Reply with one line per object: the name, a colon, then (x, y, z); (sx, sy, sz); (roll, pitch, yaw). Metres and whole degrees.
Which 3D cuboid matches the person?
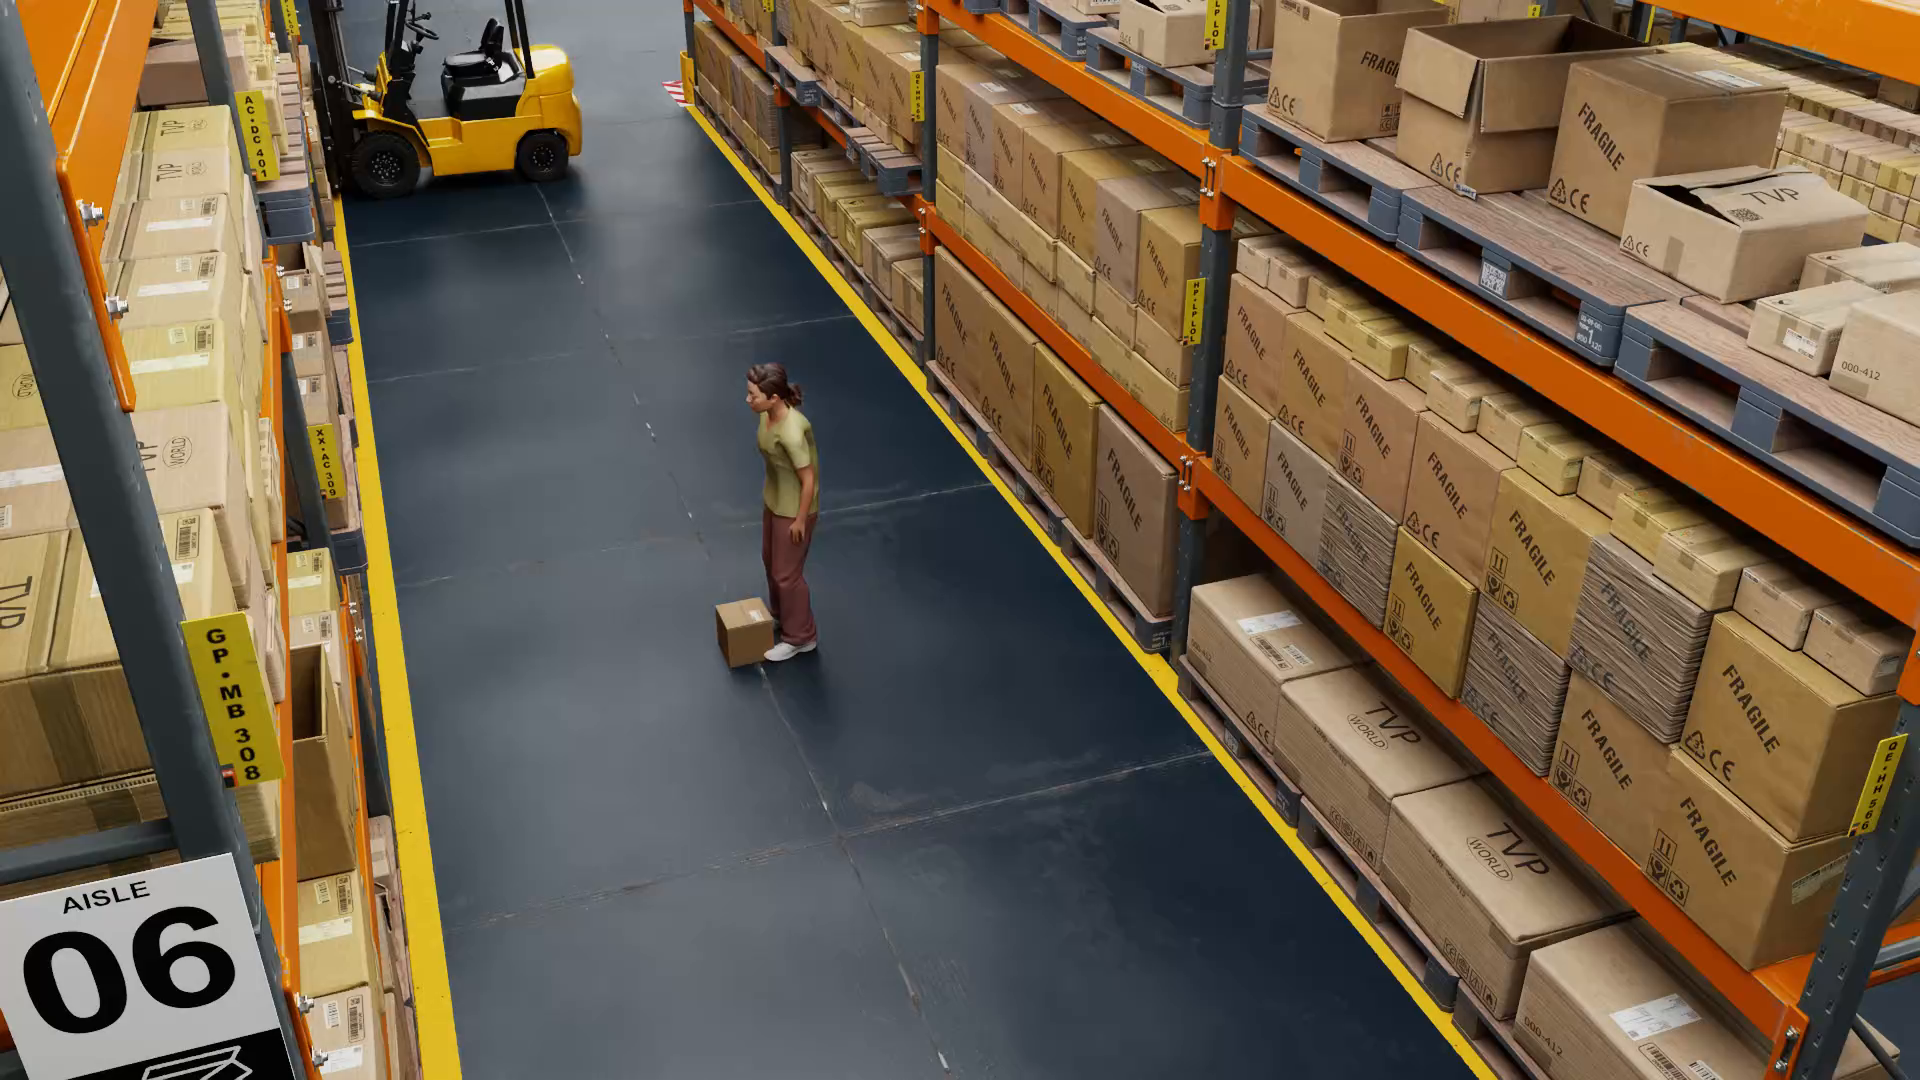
person: (-0.924, -0.065, 8.689); (0.375, 1.437, 0.513); (-12, 32, -20)
